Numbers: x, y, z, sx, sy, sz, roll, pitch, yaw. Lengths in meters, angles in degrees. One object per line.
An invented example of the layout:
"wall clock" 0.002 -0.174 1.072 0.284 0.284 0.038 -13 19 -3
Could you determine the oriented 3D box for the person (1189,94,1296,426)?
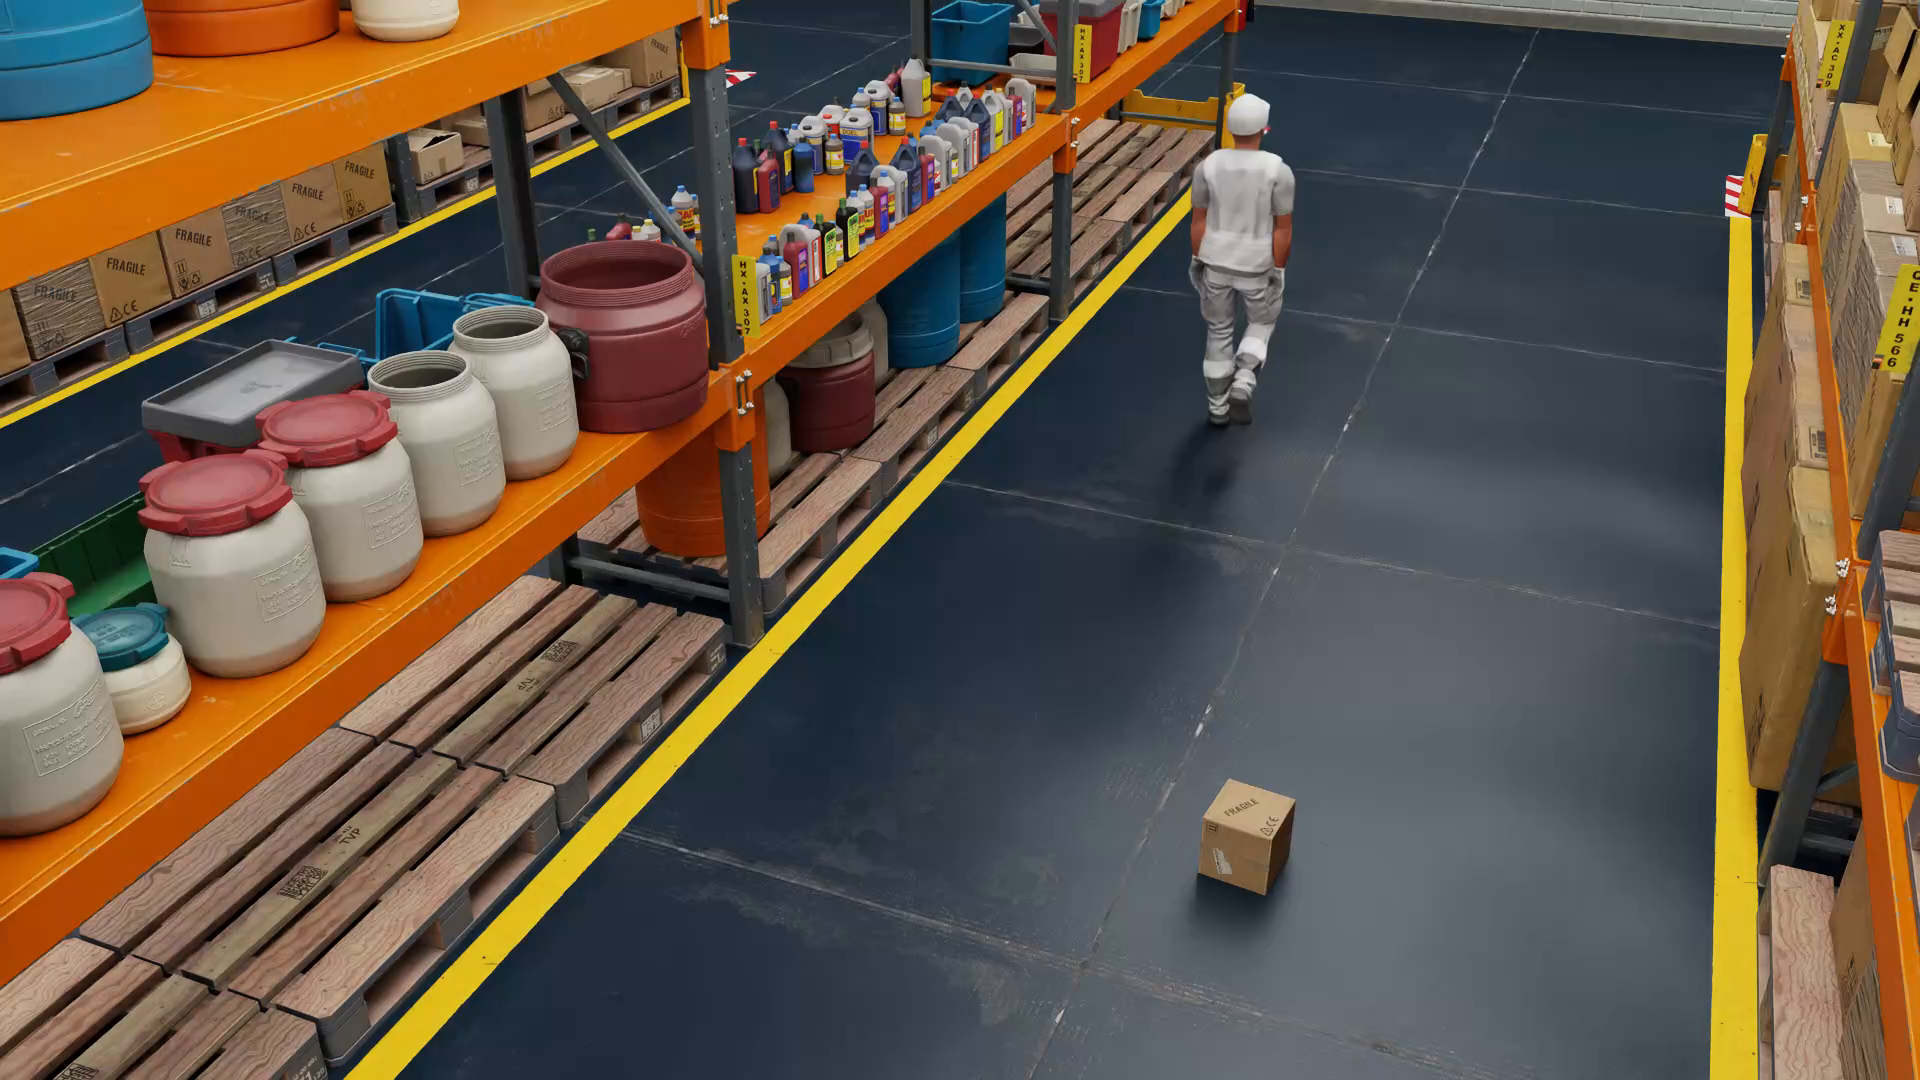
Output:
"person" 1.430 -1.405 8.562 0.529 1.779 0.544 9 31 15
